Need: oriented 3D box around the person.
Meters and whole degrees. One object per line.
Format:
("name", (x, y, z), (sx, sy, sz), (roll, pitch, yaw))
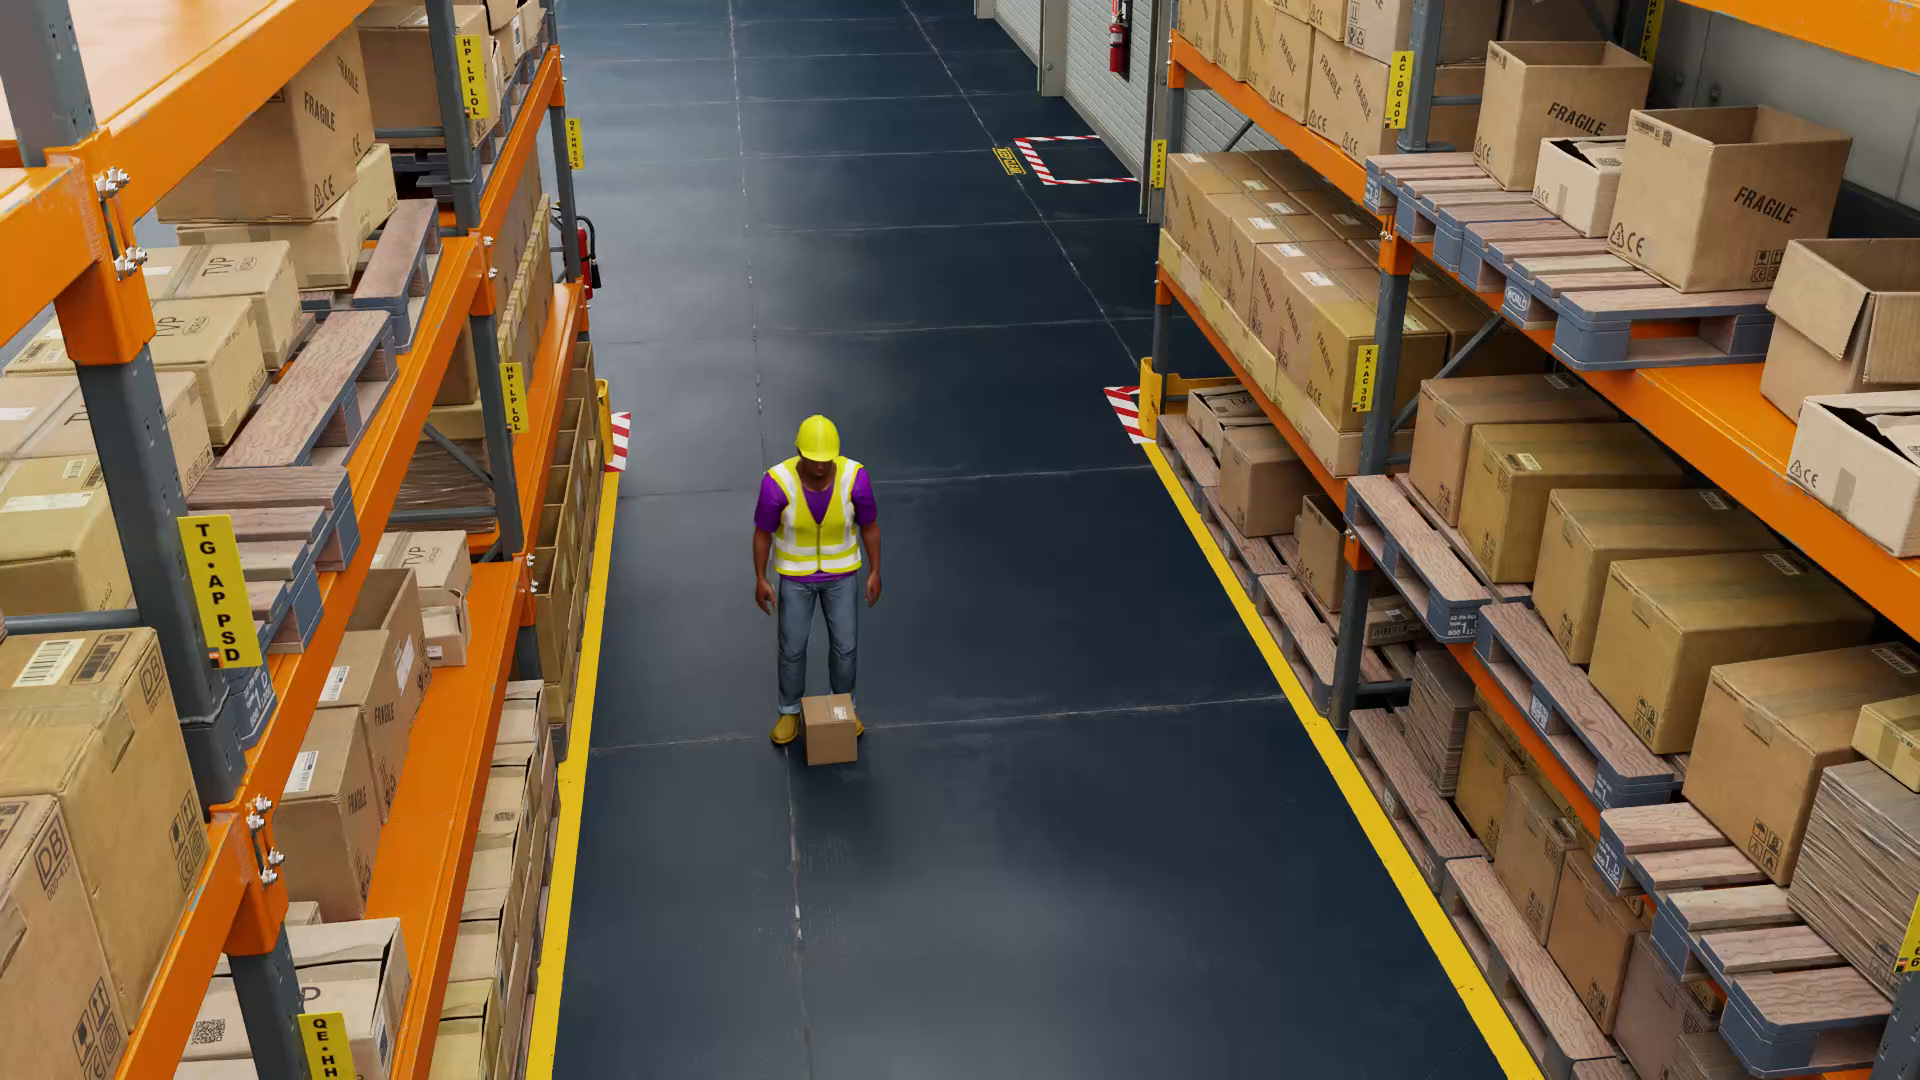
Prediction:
("person", (-0.701, 0.184, 8.236), (0.635, 1.760, 0.463), (-4, 27, -8))
